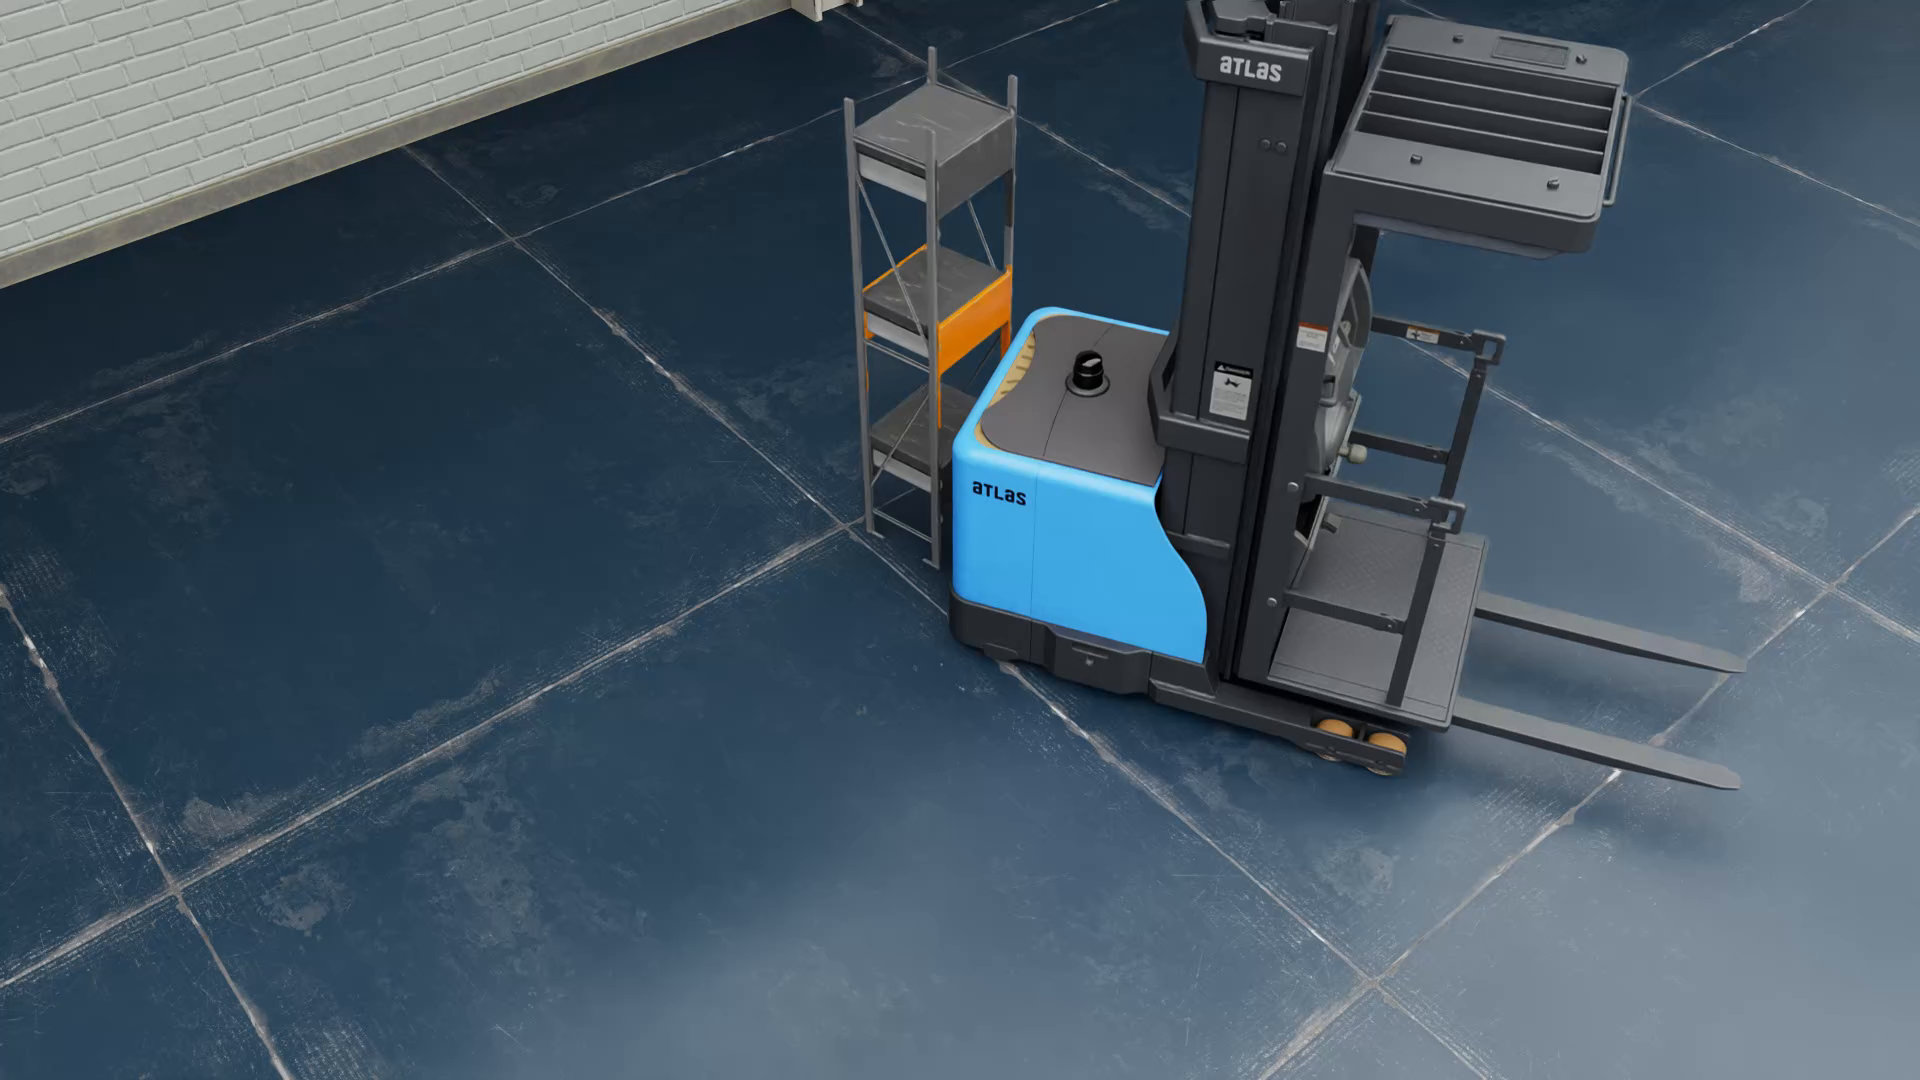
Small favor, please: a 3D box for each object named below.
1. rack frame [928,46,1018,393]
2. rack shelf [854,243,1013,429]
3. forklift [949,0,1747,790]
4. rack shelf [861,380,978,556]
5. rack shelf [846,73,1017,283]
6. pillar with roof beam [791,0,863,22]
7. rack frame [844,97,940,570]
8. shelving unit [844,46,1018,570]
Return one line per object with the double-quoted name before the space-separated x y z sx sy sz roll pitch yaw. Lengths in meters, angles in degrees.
"rack frame" 0.045 -0.989 6.823 0.400 2.100 0.015 27 50 26
"rack shelf" -0.102 -0.846 6.690 0.431 0.518 0.480 27 50 26
"forklift" 1.528 -0.586 5.787 3.031 2.935 1.130 15 45 15
"rack shelf" -0.102 -0.336 7.170 0.431 0.518 0.480 27 50 26
"rack shelf" -0.102 -1.356 6.211 0.431 0.518 0.480 27 50 26
"pillar with roof beam" 1.868 -4.594 5.621 0.400 9.000 9.100 -30 51 -28
"rack frame" -0.249 -0.722 6.539 0.400 2.100 0.015 27 50 26
"shelving unit" -0.102 -0.856 6.681 0.431 2.100 0.503 27 50 26
